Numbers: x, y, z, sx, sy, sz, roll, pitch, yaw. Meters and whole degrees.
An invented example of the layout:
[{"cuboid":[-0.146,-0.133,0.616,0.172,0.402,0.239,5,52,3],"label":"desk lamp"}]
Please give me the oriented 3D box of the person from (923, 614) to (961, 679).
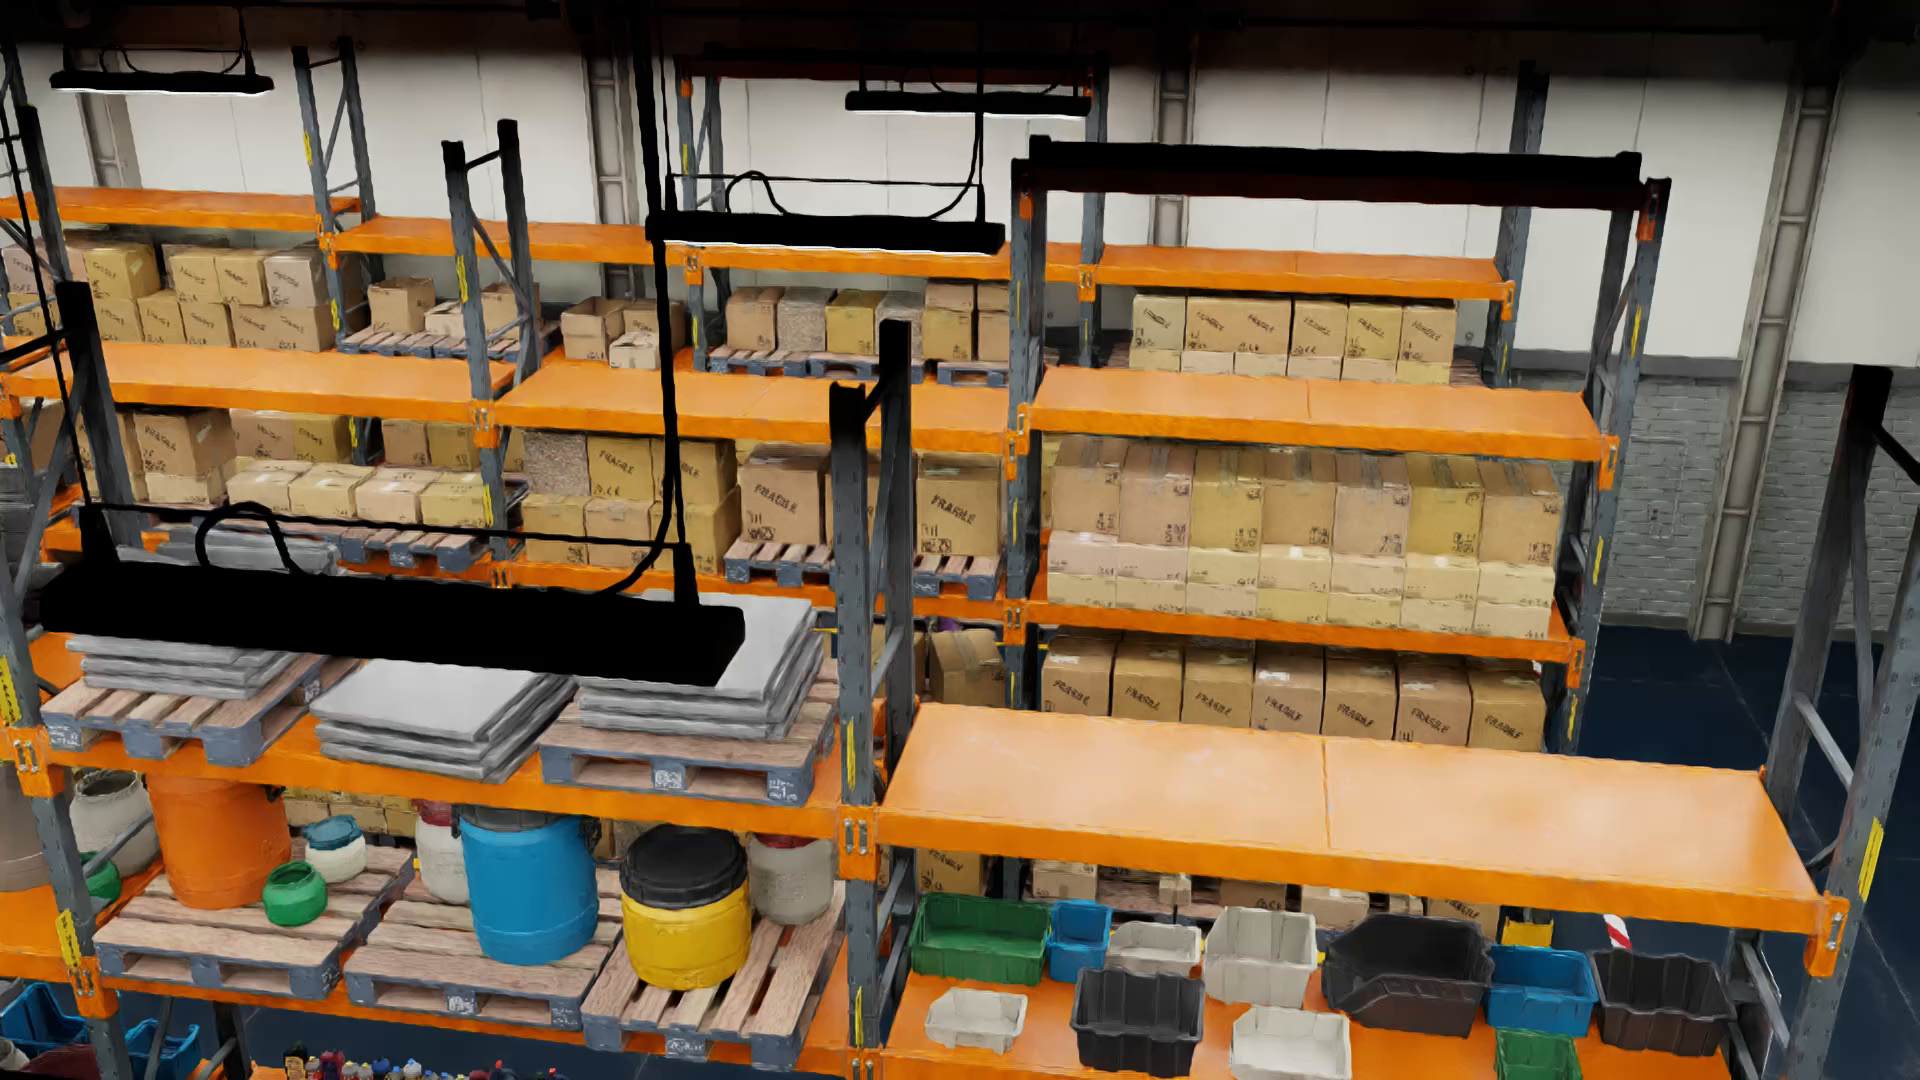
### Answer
[{"cuboid":[-0.169,0.964,16.091,0.948,1.540,0.430,3,23,8],"label":"person"}]
